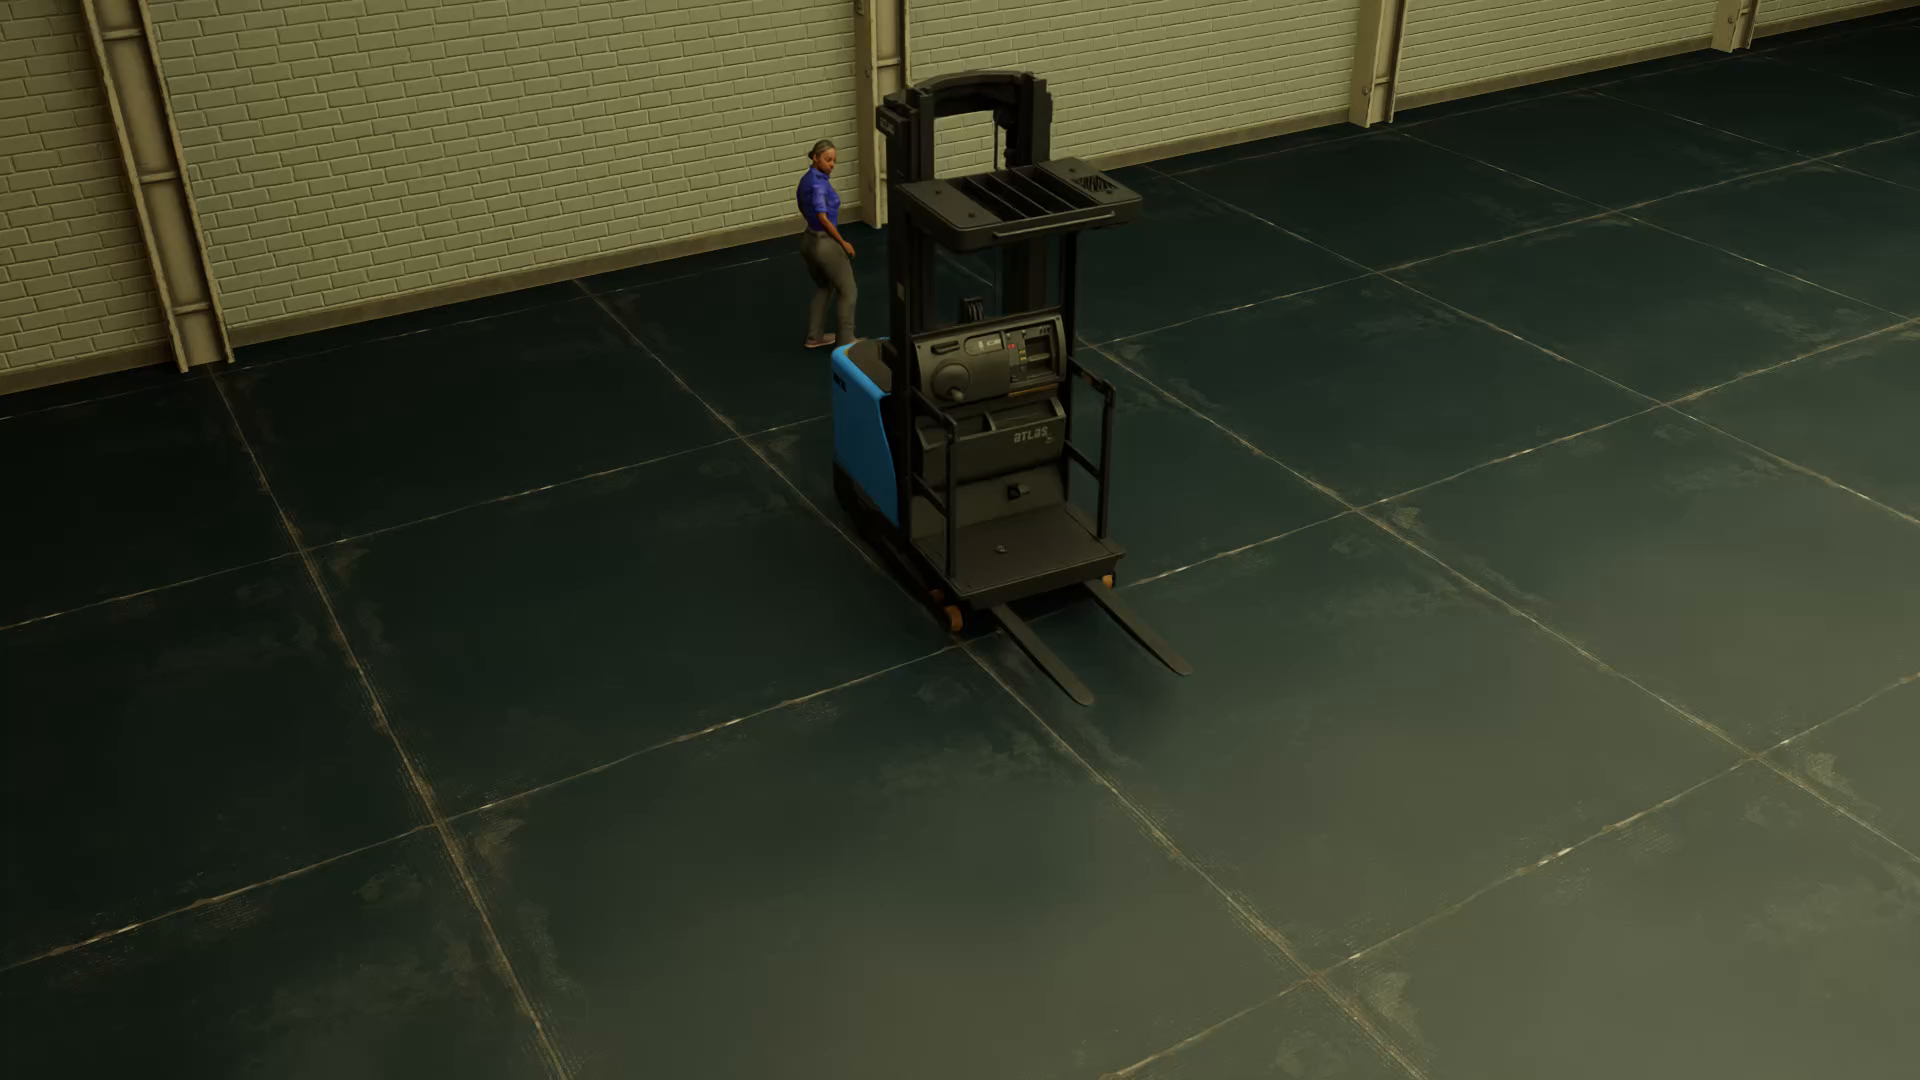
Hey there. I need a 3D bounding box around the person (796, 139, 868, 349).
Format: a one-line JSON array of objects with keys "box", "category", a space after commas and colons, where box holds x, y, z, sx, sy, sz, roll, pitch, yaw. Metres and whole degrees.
[{"box": [-0.993, -2.240, 12.661, 0.466, 1.634, 0.648, -17, 35, -26], "category": "person"}]

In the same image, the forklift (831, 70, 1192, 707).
[{"box": [0.275, -0.977, 9.279, 1.130, 2.935, 3.031, -14, 34, -22], "category": "forklift"}]
